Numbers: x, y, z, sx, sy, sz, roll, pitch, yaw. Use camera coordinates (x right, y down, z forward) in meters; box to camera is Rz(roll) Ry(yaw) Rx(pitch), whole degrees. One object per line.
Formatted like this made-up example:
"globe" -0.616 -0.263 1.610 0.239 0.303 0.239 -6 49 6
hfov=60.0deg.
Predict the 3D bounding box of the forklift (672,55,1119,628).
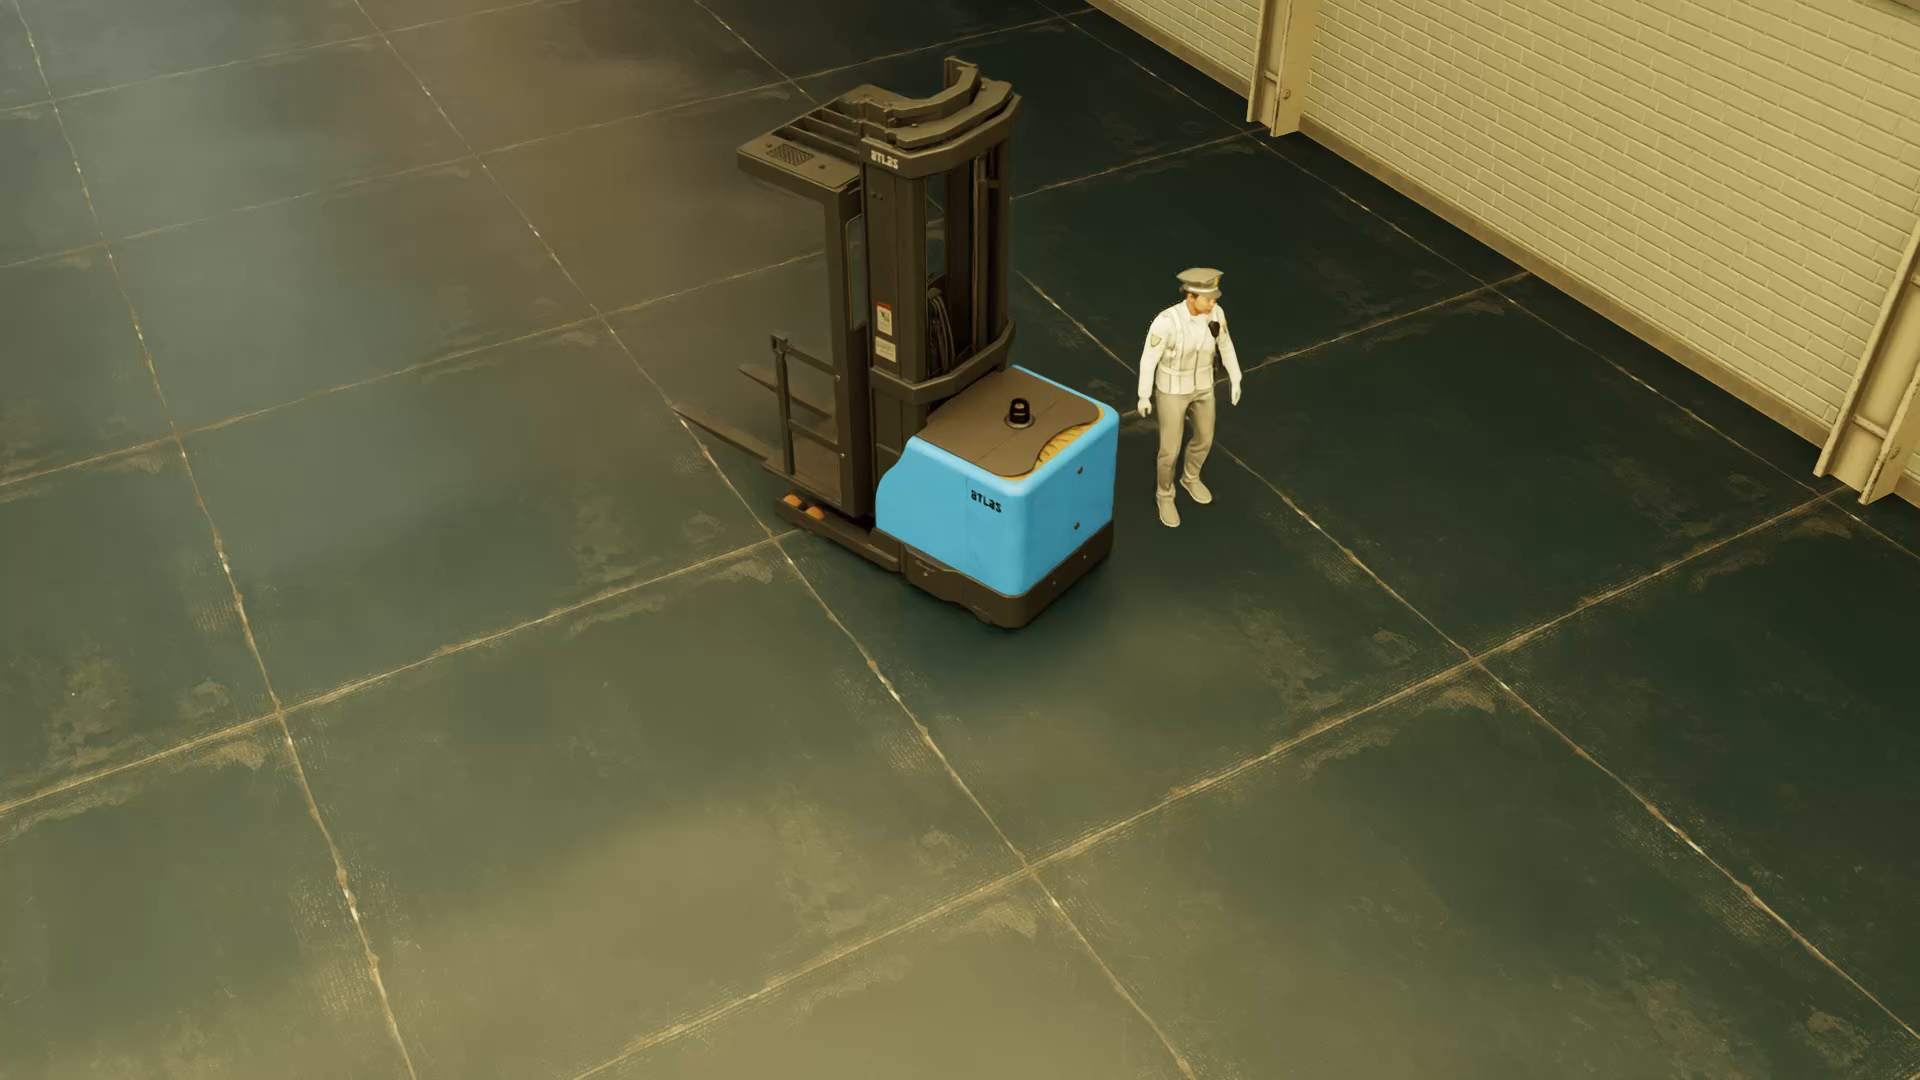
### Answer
"forklift" -0.532 -1.402 9.727 3.031 2.935 1.130 27 47 29

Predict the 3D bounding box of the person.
"person" 1.413 -0.884 10.109 0.653 1.655 0.456 -15 42 -17
